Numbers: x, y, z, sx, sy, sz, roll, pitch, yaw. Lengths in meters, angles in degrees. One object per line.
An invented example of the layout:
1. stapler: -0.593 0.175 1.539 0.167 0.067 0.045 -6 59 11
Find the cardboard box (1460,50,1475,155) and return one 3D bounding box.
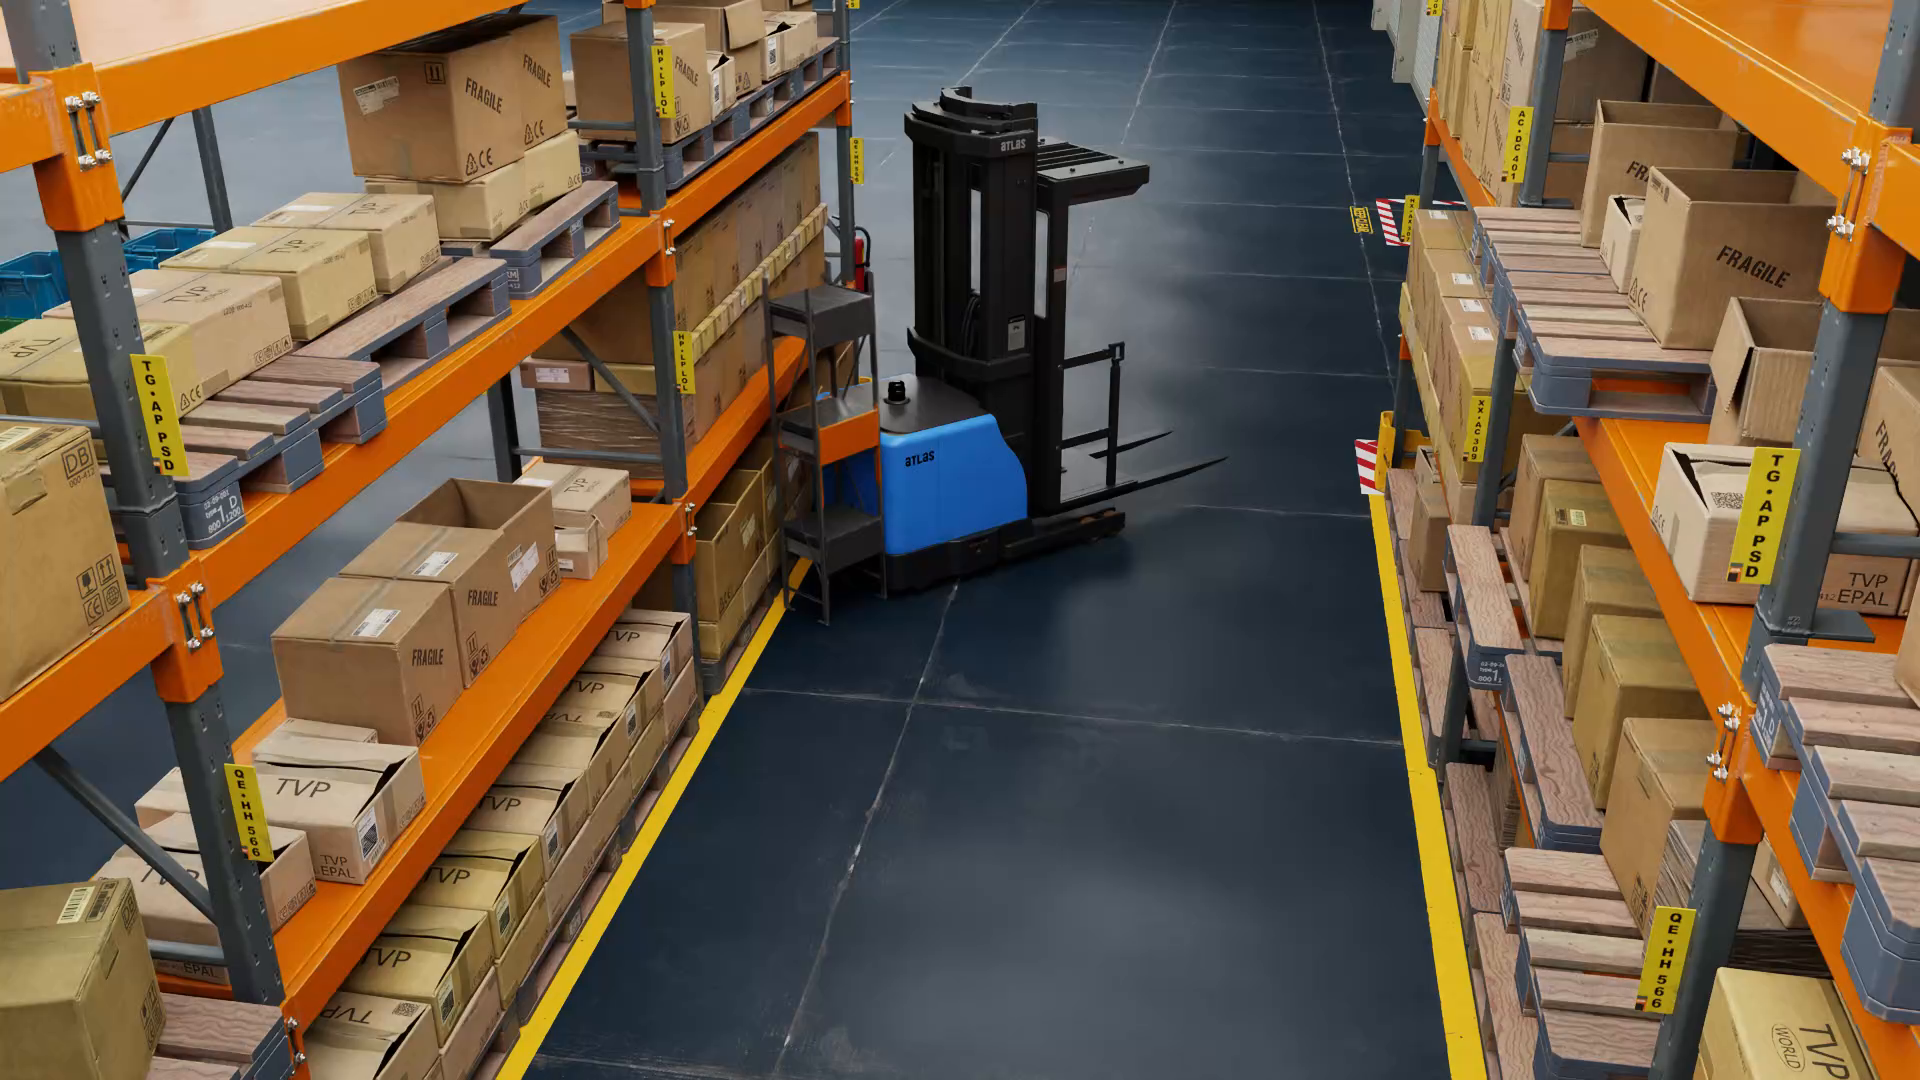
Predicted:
1. cardboard box: 3.047 -2.391 9.140 0.500 0.500 0.500 6 26 12

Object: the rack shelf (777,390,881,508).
1. rack shelf: -0.795 -0.551 9.969 0.431 0.518 0.480 20 32 39

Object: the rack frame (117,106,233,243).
1. rack frame: -6.155 -2.452 12.950 1.000 3.000 0.127 4 25 9

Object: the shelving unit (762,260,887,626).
1. shelving unit: -0.796 -0.564 9.963 0.431 2.100 0.503 20 32 39

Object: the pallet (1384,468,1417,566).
1. pallet: 3.439 -0.134 11.286 1.003 0.211 1.213 4 25 9

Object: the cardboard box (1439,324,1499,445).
1. cardboard box: 2.813 -0.802 8.693 0.500 0.500 0.500 4 25 8

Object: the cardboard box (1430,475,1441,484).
1. cardboard box: 3.324 -0.226 10.846 0.500 0.311 0.500 6 26 13

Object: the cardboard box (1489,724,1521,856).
1. cardboard box: 2.861 1.149 7.686 0.700 0.500 0.500 5 26 10

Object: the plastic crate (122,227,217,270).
1. plastic crate: -5.942 -2.155 12.490 0.499 0.251 0.616 4 25 9

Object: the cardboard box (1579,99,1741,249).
1. cardboard box: 2.797 -1.464 6.687 0.500 0.500 0.500 8 26 16

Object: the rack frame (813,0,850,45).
1. rack frame: -1.269 -4.824 10.942 1.000 3.000 0.127 4 25 9

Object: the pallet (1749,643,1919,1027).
1. pallet: 2.259 0.580 3.157 1.213 0.211 1.003 5 26 11

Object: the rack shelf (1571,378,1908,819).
1. rack shelf: 2.638 -0.289 5.639 1.077 0.370 4.000 4 25 9

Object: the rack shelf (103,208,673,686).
1. rack shelf: -2.249 -0.631 6.369 1.077 0.370 4.000 4 25 9

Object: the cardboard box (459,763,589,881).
1. cardboard box: -1.954 1.193 7.251 0.500 0.311 0.500 4 25 8

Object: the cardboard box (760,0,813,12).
1. cardboard box: -1.367 -3.526 10.924 0.797 0.503 0.637 6 26 12

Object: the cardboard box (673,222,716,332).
1. cardboard box: -1.775 -1.465 9.193 0.700 0.500 0.500 4 25 8

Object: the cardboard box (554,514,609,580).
1. cardboard box: -1.885 0.007 7.855 0.396 0.266 0.258 3 25 7

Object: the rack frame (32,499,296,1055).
1. rack frame: -2.576 1.239 5.066 1.000 3.000 0.127 4 25 9

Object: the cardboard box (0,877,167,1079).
1. cardboard box: -2.568 1.274 4.376 0.700 0.500 0.500 -4 25 -9

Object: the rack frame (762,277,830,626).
1. rack frame: -0.963 -0.488 9.802 0.400 2.100 0.015 20 32 39

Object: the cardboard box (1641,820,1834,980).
1. cardboard box: 2.378 1.138 4.643 0.700 0.500 0.500 1 25 2

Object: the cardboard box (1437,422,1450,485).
1. cardboard box: 2.833 -0.461 8.849 0.500 0.250 0.500 4 25 9

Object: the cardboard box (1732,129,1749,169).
1. cardboard box: 3.294 -1.693 7.649 0.500 0.500 0.500 5 26 10

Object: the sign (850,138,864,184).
1. sign: -0.736 -2.696 11.825 0.100 0.325 0.005 4 25 9

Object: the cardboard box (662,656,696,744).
1. cardboard box: -1.704 0.814 8.720 0.500 0.250 0.500 4 25 8

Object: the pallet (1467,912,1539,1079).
1. pallet: 2.642 2.008 6.712 1.003 0.211 1.213 4 25 9

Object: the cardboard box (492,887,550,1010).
1. cardboard box: -2.041 1.667 6.899 0.500 0.250 0.500 3 25 7

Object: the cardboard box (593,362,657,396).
1. cardboard box: -1.688 -0.872 8.692 0.380 0.149 0.250 4 25 8

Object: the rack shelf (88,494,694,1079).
1. rack shelf: -2.249 0.728 7.005 1.077 0.370 4.000 4 25 9

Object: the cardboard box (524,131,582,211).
1. cardboard box: -2.033 -1.658 7.397 0.500 0.250 0.500 7 26 14

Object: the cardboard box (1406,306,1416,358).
1. cardboard box: 3.155 -1.307 10.656 0.500 0.250 0.500 3 25 7

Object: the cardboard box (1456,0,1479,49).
1. cardboard box: 3.112 -3.066 9.402 0.500 0.500 0.500 5 25 10

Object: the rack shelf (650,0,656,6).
1. rack shelf: -1.596 -3.481 9.392 1.077 0.370 4.000 4 25 9

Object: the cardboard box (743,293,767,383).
1. cardboard box: -1.608 -1.311 10.394 0.700 0.500 0.500 5 26 10

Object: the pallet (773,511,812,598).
1. pallet: -1.554 -0.013 11.028 1.003 0.211 1.213 4 25 9

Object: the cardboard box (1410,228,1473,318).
1. cardboard box: 3.154 -1.662 10.530 0.500 0.500 0.500 4 25 9

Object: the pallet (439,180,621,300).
1. pallet: -2.054 -1.336 7.254 0.805 0.209 1.217 3 25 6

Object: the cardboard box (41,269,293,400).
1. cardboard box: -2.490 -0.656 5.257 0.500 0.250 0.500 5 25 10

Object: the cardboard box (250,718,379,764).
1. cardboard box: -2.423 0.815 6.267 0.380 0.149 0.250 6 26 12

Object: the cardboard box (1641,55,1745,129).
1. cardboard box: 3.327 -2.144 7.432 0.500 0.500 0.500 5 25 10

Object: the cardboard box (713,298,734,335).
1. cardboard box: -1.522 -1.300 9.605 0.380 0.149 0.250 3 25 7

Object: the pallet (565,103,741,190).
1. pallet: -1.809 -2.111 8.789 1.003 0.211 1.213 4 25 9

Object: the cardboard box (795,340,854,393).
1. cardboard box: -1.063 -1.147 12.025 0.500 0.500 0.500 4 25 9

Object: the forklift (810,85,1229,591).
1. forklift: 0.514 -1.480 10.955 3.031 2.935 1.130 -17 30 -31

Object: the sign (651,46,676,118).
1. sign: -1.386 -2.136 7.756 0.100 0.325 0.005 4 25 9

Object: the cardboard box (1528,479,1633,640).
1. cardboard box: 2.750 0.106 6.847 0.700 0.500 0.500 7 26 14

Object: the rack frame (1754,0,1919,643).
1. rack frame: 2.311 -1.137 3.064 1.000 3.000 0.127 4 25 9

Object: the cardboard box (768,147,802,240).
1. cardboard box: -1.447 -2.303 10.984 0.700 0.500 0.500 3 25 7

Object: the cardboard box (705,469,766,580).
1. cardboard box: -1.464 -0.101 9.791 0.500 0.500 0.500 4 25 9

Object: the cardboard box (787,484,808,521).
1. cardboard box: -1.298 -0.179 10.843 0.500 0.250 0.500 4 25 9

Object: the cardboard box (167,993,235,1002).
1. cardboard box: -2.734 1.804 5.945 0.500 0.311 0.500 5 25 10

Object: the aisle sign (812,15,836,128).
1. aisle sign: -0.968 -3.292 11.678 0.394 0.787 0.004 4 25 9

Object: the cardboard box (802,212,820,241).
1. cardboard box: -1.185 -2.164 11.451 0.380 0.149 0.250 5 25 10

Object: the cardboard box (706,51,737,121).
1. cardboard box: -1.492 -2.424 8.797 0.500 0.311 0.500 3 25 6

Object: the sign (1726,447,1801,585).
1. sign: 1.776 -0.051 3.672 0.100 0.325 0.005 4 25 9

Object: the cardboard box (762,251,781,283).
1. cardboard box: -1.353 -1.732 10.528 0.380 0.149 0.250 5 25 10
